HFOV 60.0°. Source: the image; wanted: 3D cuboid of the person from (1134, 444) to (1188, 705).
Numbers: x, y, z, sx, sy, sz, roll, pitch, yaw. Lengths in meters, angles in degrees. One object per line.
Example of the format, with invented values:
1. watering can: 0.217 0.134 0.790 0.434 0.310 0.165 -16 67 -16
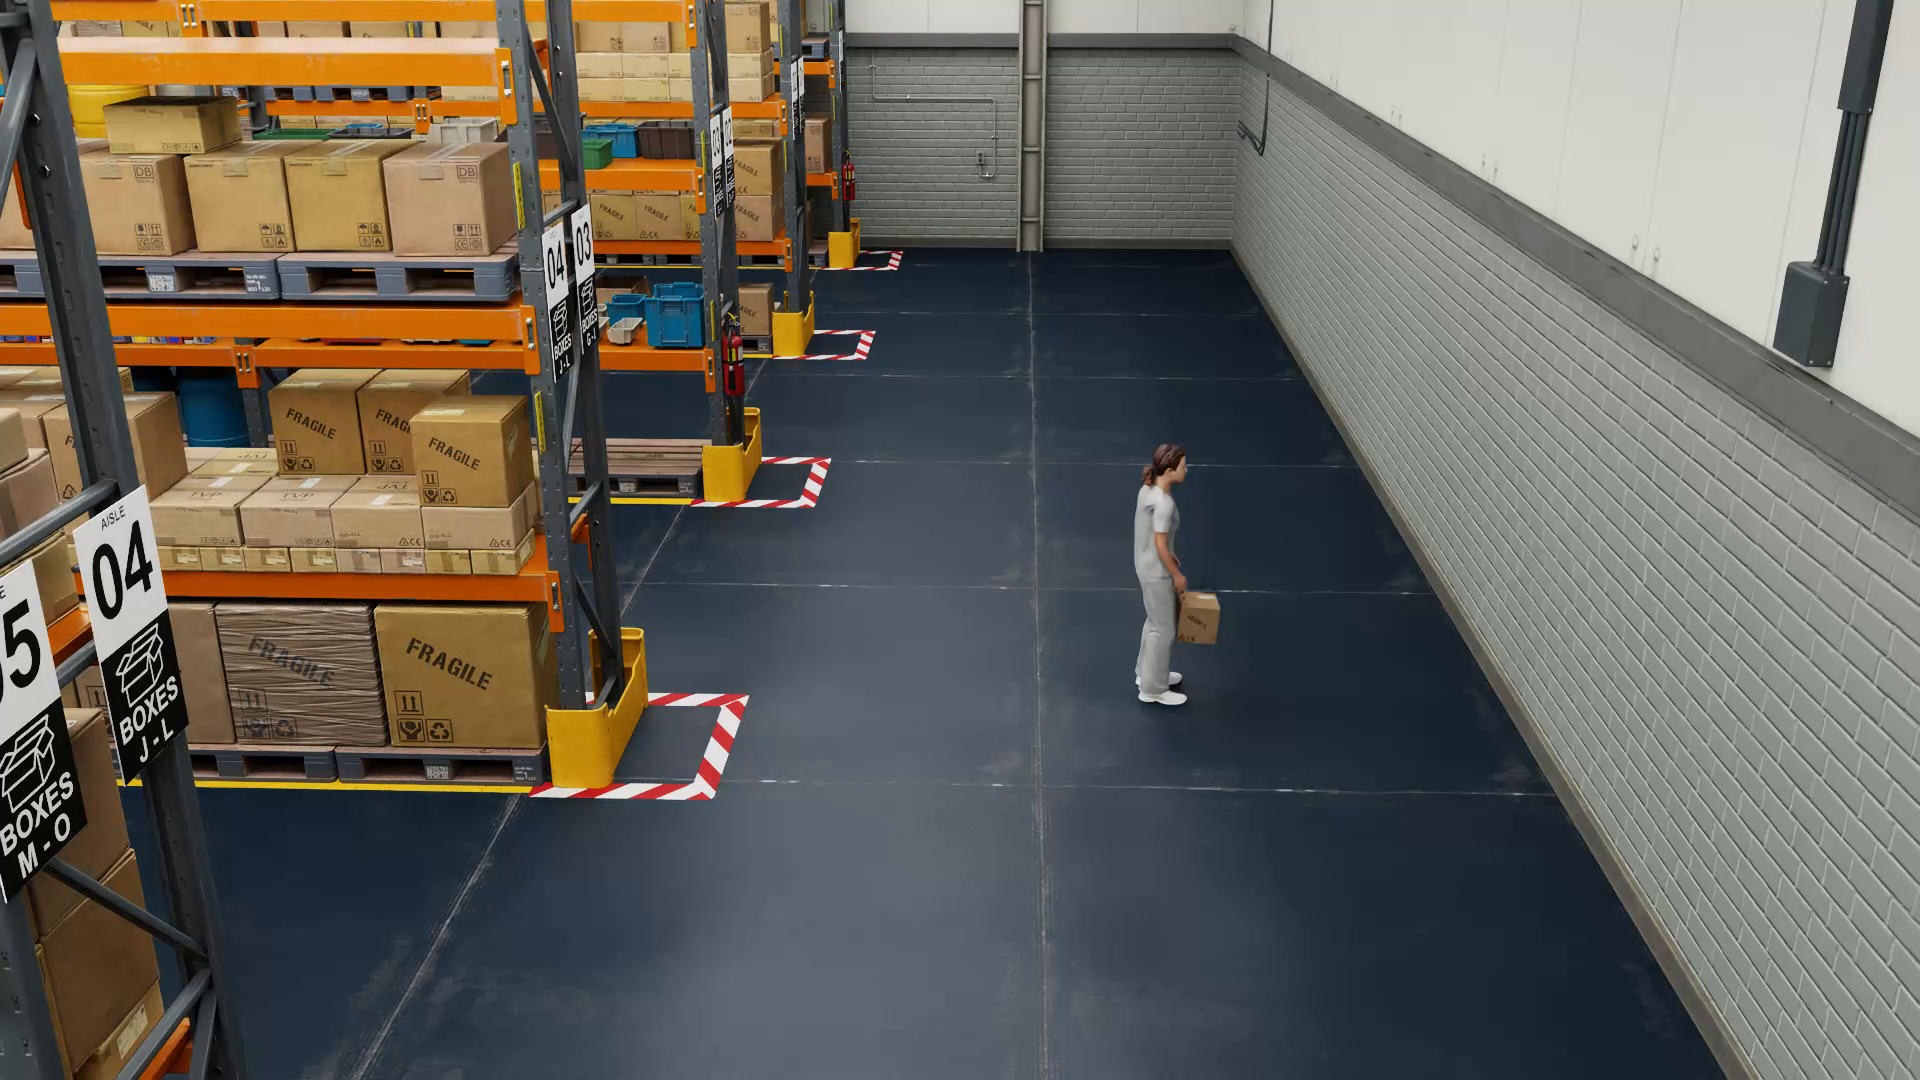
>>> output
1. person: 1.280 0.198 10.560 0.364 1.676 0.474 0 21 0
